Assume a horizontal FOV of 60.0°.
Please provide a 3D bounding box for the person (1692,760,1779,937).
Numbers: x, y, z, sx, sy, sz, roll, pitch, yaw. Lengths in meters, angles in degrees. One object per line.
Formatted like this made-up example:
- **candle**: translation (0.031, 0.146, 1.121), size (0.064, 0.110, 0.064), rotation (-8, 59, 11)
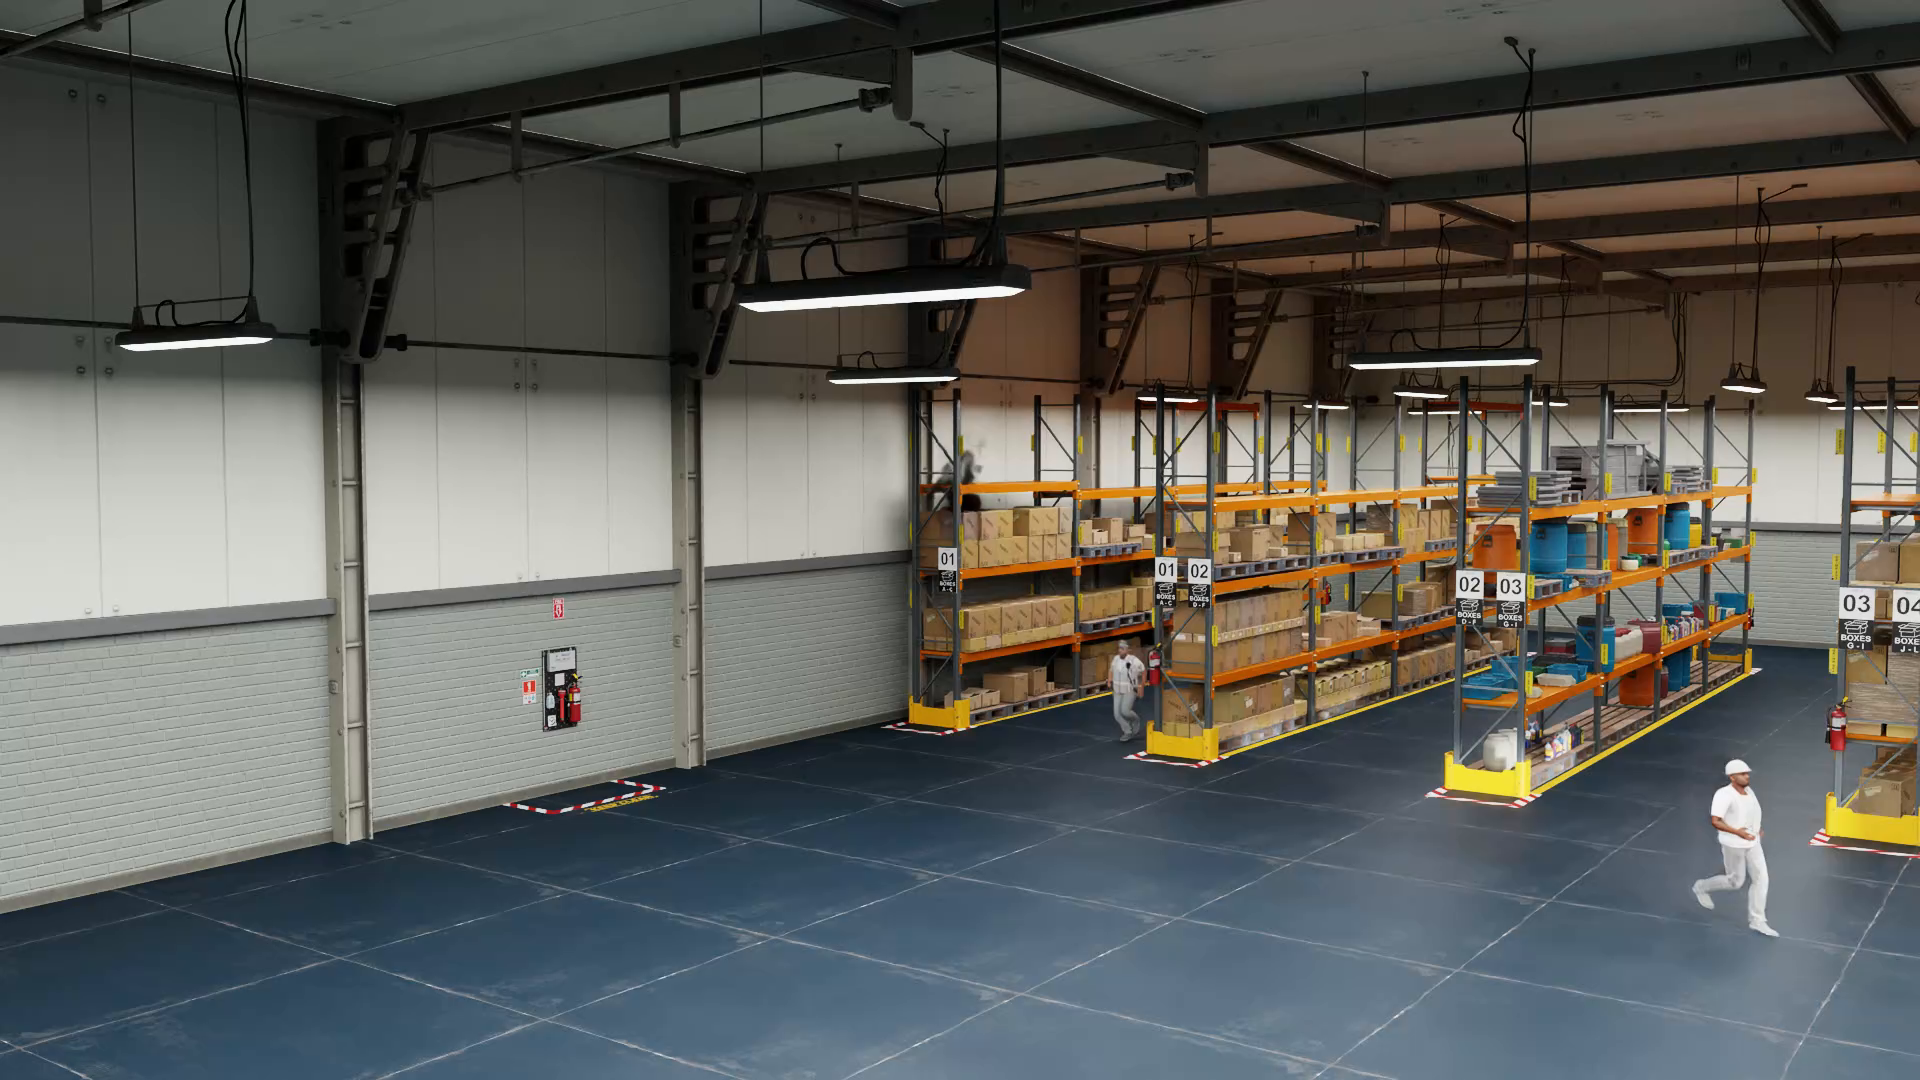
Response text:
- **person**: translation (8.089, 3.154, 17.272), size (0.712, 1.754, 0.932), rotation (-2, 4, -27)

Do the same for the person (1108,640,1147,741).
- **person**: translation (2.775, 2.545, 28.139), size (0.664, 1.721, 0.587), rotation (3, 4, 37)
